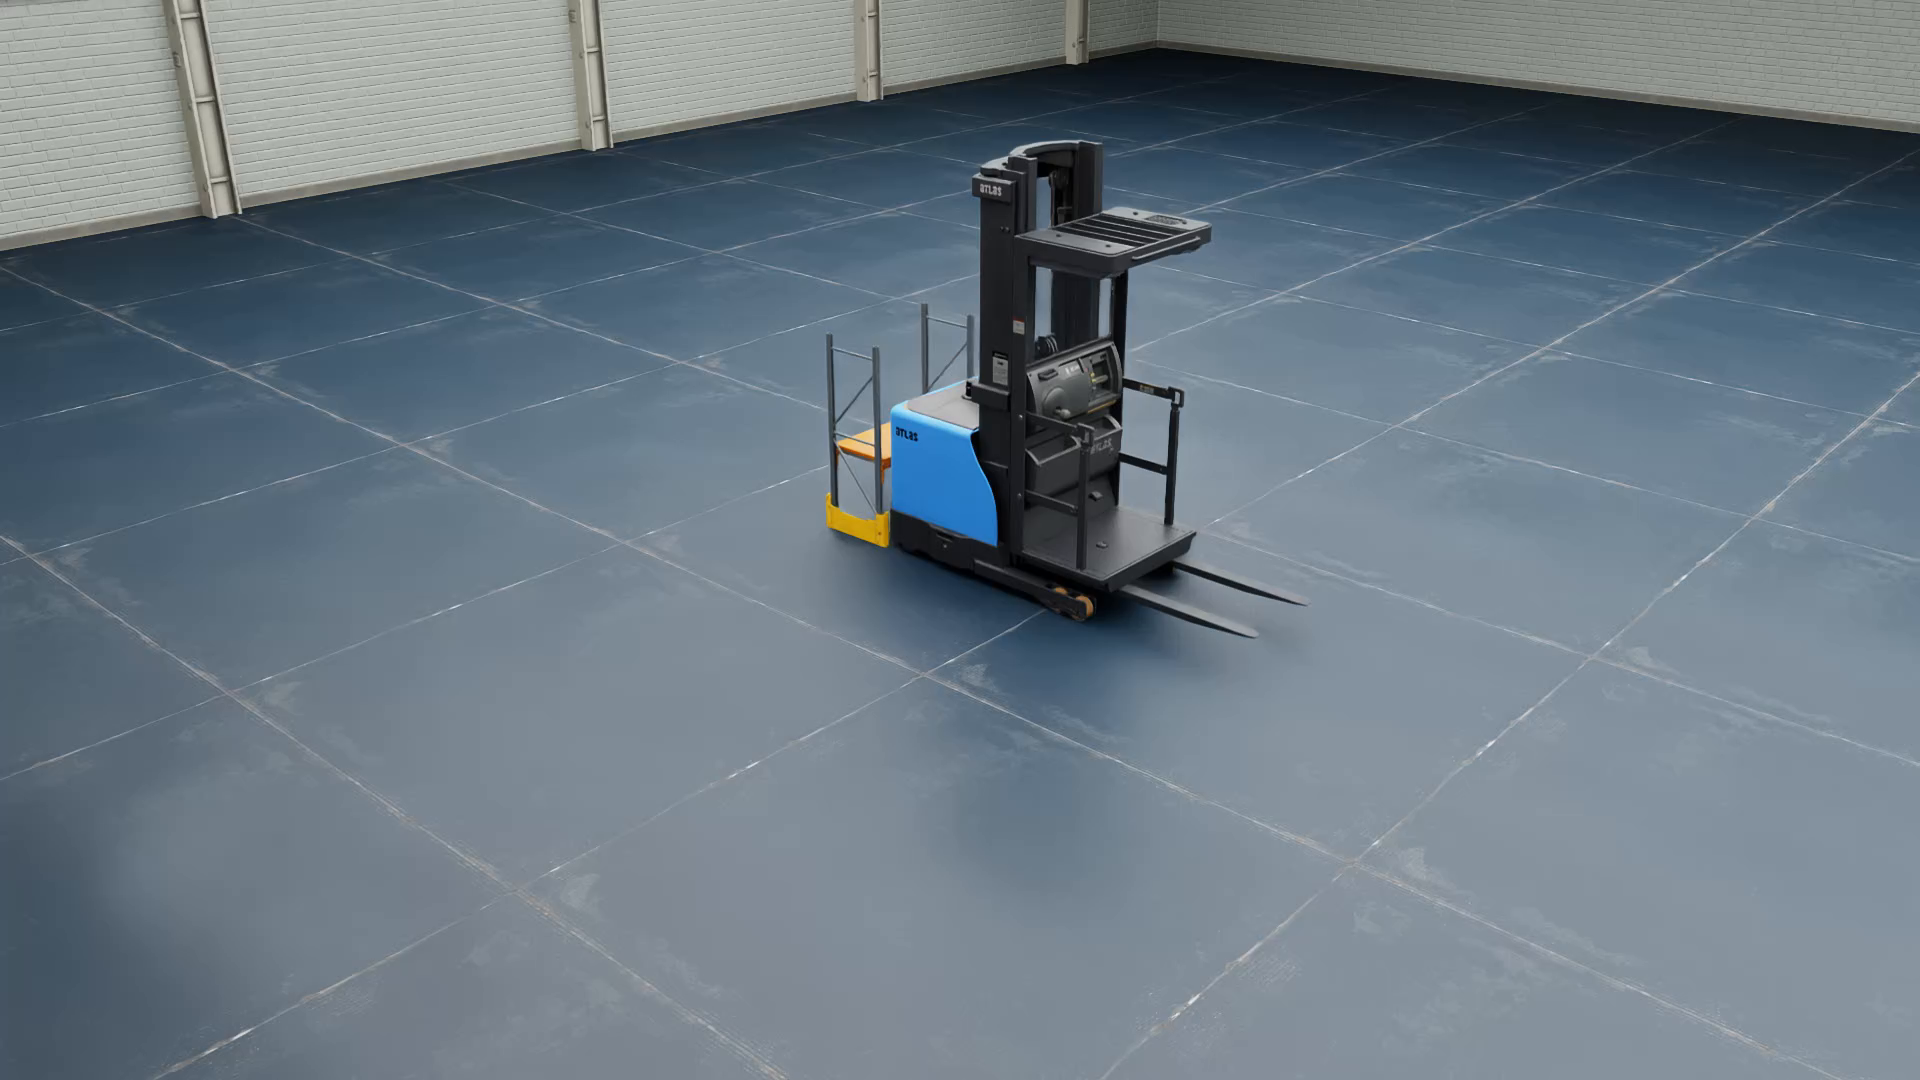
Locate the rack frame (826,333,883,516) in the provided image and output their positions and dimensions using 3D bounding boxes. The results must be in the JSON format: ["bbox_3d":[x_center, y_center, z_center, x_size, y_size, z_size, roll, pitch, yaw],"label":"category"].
[{"bbox_3d":[-0.758,-0.724,12.002,0.500,1.500,0.032,19,31,37],"label":"rack frame"}]

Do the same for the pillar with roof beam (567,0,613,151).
[{"bbox_3d":[-2.420,-9.013,21.325,9.100,9.000,0.400,20,31,38],"label":"pillar with roof beam"}]

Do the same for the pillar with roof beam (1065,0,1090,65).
[{"bbox_3d":[5.589,-12.669,29.479,9.100,9.000,0.400,20,31,38],"label":"pillar with roof beam"}]

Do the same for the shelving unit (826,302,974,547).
[{"bbox_3d":[-0.432,-0.878,12.347,0.587,1.500,1.083,19,31,37],"label":"shelving unit"}]

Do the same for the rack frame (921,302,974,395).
[{"bbox_3d":[-0.094,-1.039,12.705,0.500,1.500,0.032,19,31,37],"label":"rack frame"}]

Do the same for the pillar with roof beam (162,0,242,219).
[{"bbox_3d":[-6.425,-7.185,17.248,9.100,9.000,0.400,20,31,38],"label":"pillar with roof beam"}]

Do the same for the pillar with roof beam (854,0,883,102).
[{"bbox_3d":[1.584,-10.841,25.402,9.100,9.000,0.400,20,31,38],"label":"pillar with roof beam"}]

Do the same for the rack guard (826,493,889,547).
[{"bbox_3d":[-0.757,-0.154,12.259,0.587,0.250,0.087,19,31,37],"label":"rack guard"}]

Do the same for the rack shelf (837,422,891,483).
[{"bbox_3d":[-0.426,-0.717,12.427,0.538,0.185,1.000,19,31,37],"label":"rack shelf"}]

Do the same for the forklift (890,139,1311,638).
[{"bbox_3d":[0.927,-1.043,10.964,3.031,2.935,1.130,20,31,38],"label":"forklift"}]
